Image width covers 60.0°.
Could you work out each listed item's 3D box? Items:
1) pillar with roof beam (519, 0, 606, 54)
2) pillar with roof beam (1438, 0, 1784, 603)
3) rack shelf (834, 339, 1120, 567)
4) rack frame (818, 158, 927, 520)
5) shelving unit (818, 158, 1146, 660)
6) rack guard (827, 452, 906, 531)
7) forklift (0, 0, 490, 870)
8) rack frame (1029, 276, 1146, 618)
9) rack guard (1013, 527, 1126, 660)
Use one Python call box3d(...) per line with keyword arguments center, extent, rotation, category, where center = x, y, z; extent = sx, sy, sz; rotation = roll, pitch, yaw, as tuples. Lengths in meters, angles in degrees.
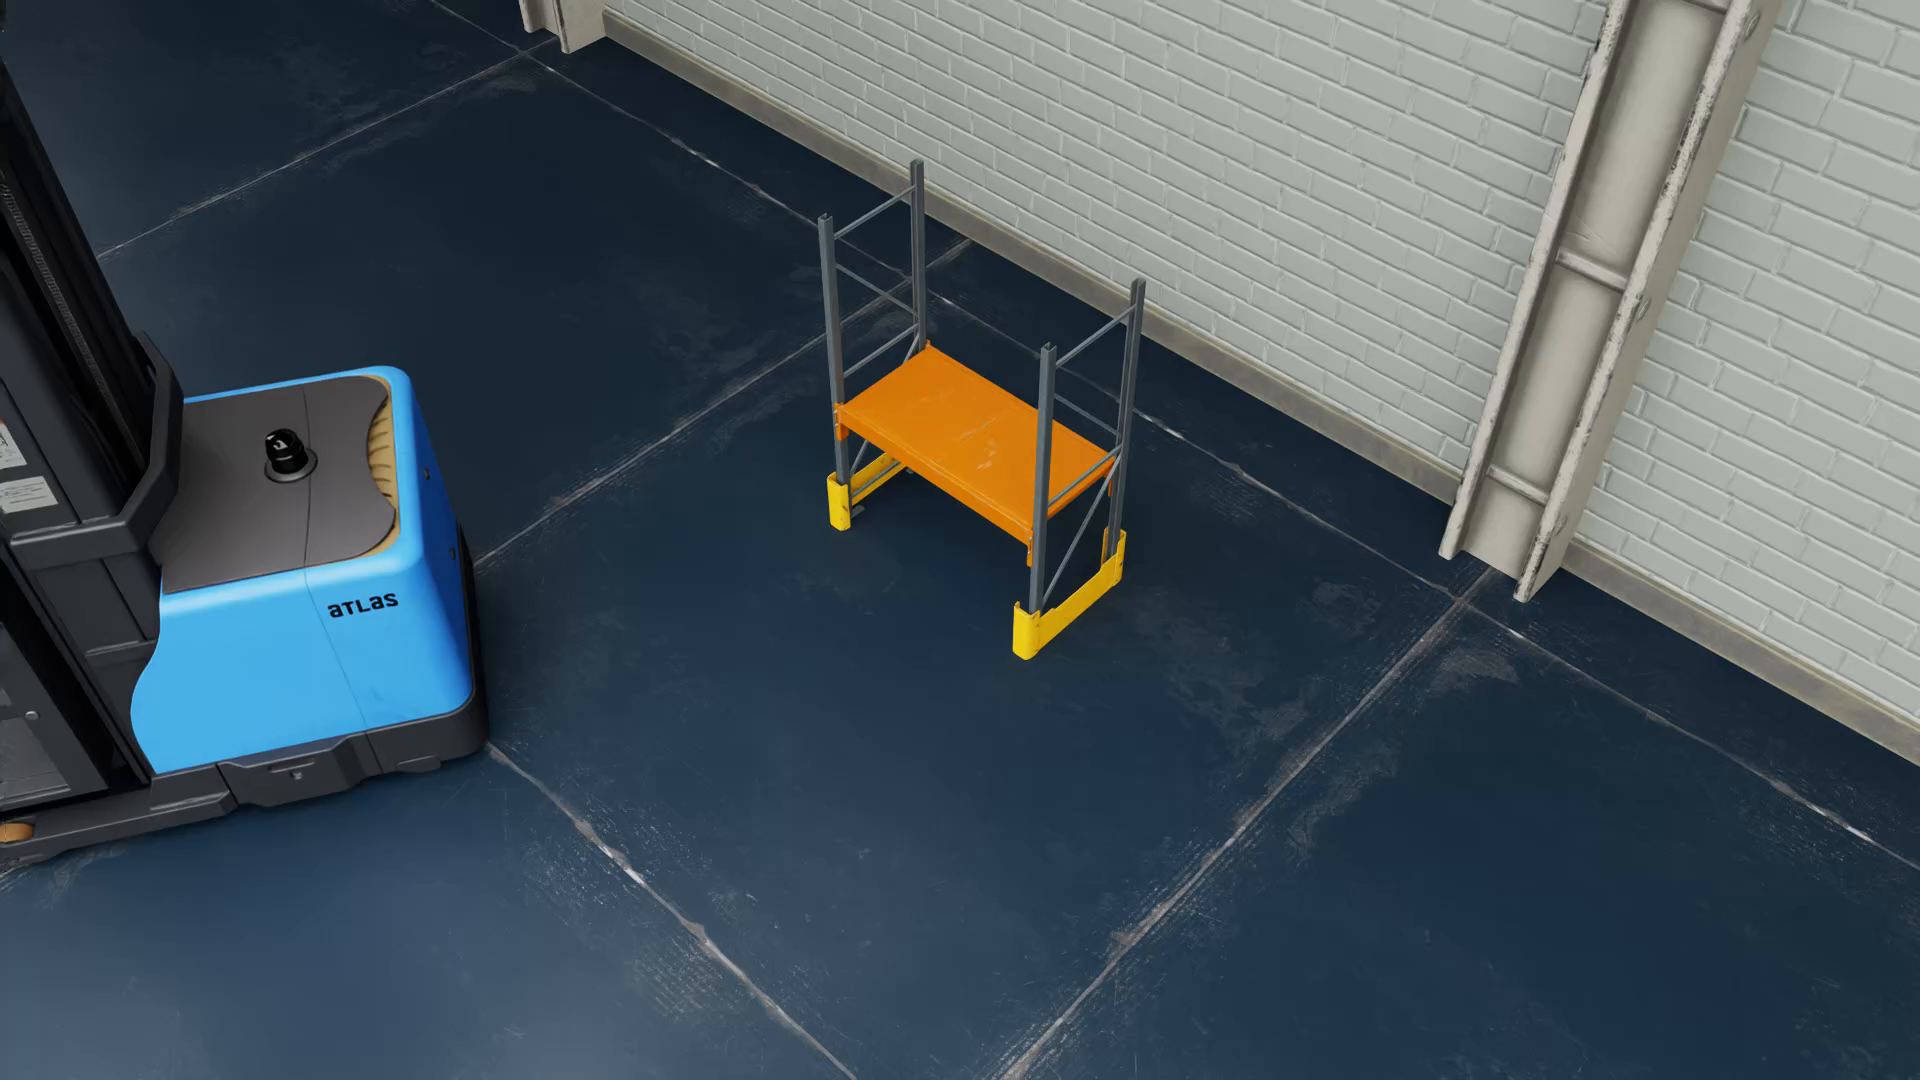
box3d(center=(-5.156, -3.671, 4.024), extent=(0.400, 9.000, 9.100), rotation=(34, 55, 28), category="pillar with roof beam")
box3d(center=(-0.747, -0.704, 1.238), extent=(0.400, 9.000, 9.100), rotation=(34, 55, 28), category="pillar with roof beam")
box3d(center=(0.063, -0.348, 6.295), extent=(1.000, 0.185, 0.538), rotation=(34, 55, 28), category="rack shelf")
box3d(center=(-0.311, -0.723, 6.400), extent=(0.032, 1.500, 0.500), rotation=(34, 55, 28), category="rack frame")
box3d(center=(0.056, -0.476, 6.168), extent=(1.083, 1.500, 0.587), rotation=(34, 55, 28), category="shelving unit")
box3d(center=(-0.310, -0.294, 6.855), extent=(0.087, 0.250, 0.587), rotation=(34, 55, 28), category="rack guard")
box3d(center=(-3.273, -0.274, 4.997), extent=(3.031, 2.935, 1.130), rotation=(-11, 48, -11), category="forklift")
box3d(center=(0.436, -0.220, 5.928), extent=(0.032, 1.500, 0.500), rotation=(34, 55, 28), category="rack frame")
box3d(center=(0.422, 0.198, 6.392), extent=(0.087, 0.250, 0.587), rotation=(34, 55, 28), category="rack guard")
